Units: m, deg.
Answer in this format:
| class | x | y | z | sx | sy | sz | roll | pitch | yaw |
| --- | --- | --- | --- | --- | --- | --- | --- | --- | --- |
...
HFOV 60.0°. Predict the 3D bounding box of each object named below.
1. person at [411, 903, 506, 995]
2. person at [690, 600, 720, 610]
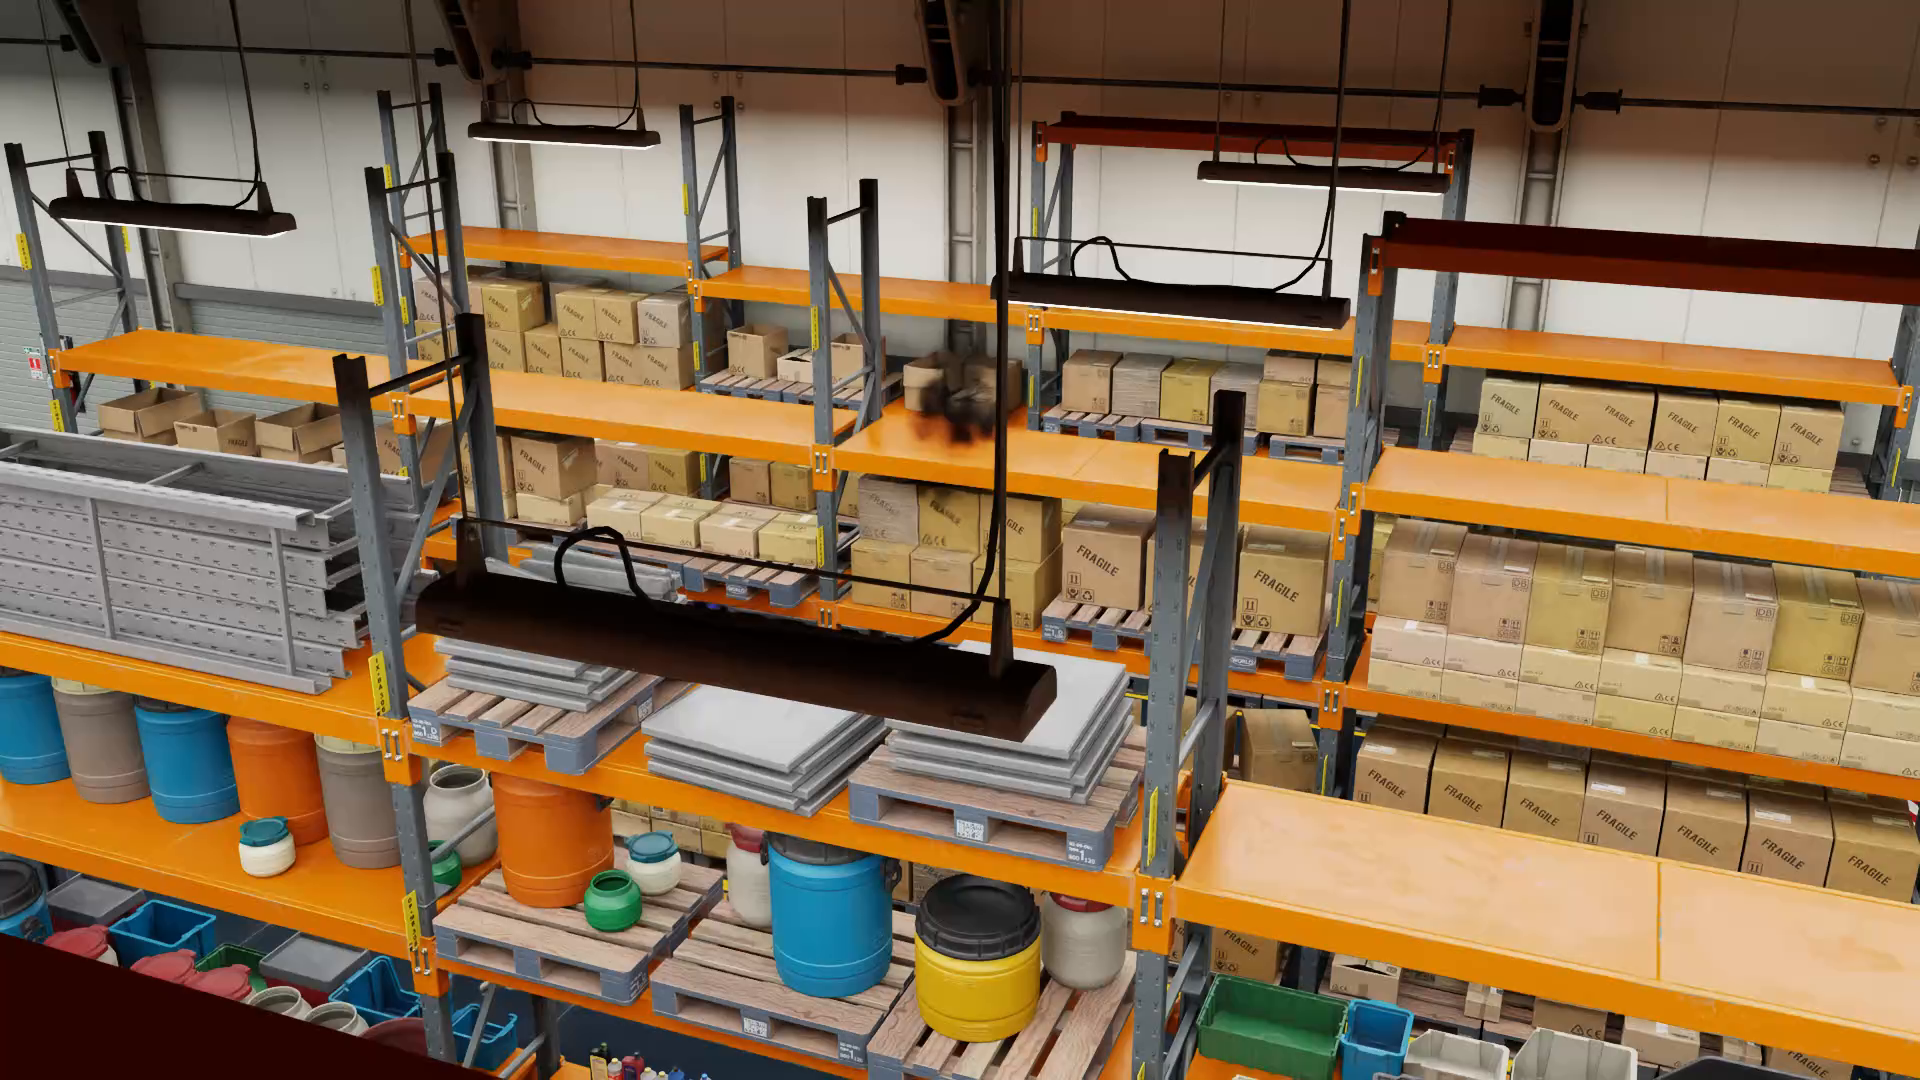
| class | x | y | z | sx | sy | sz | roll | pitch | yaw |
| --- | --- | --- | --- | --- | --- | --- | --- | --- | --- |
| person | -3.751 | 2.608 | 12.228 | 0.852 | 1.853 | 0.705 | 7 | 22 | 17 |
| person | -2.524 | 1.034 | 16.645 | 0.700 | 1.766 | 0.584 | 9 | 22 | 21 |
